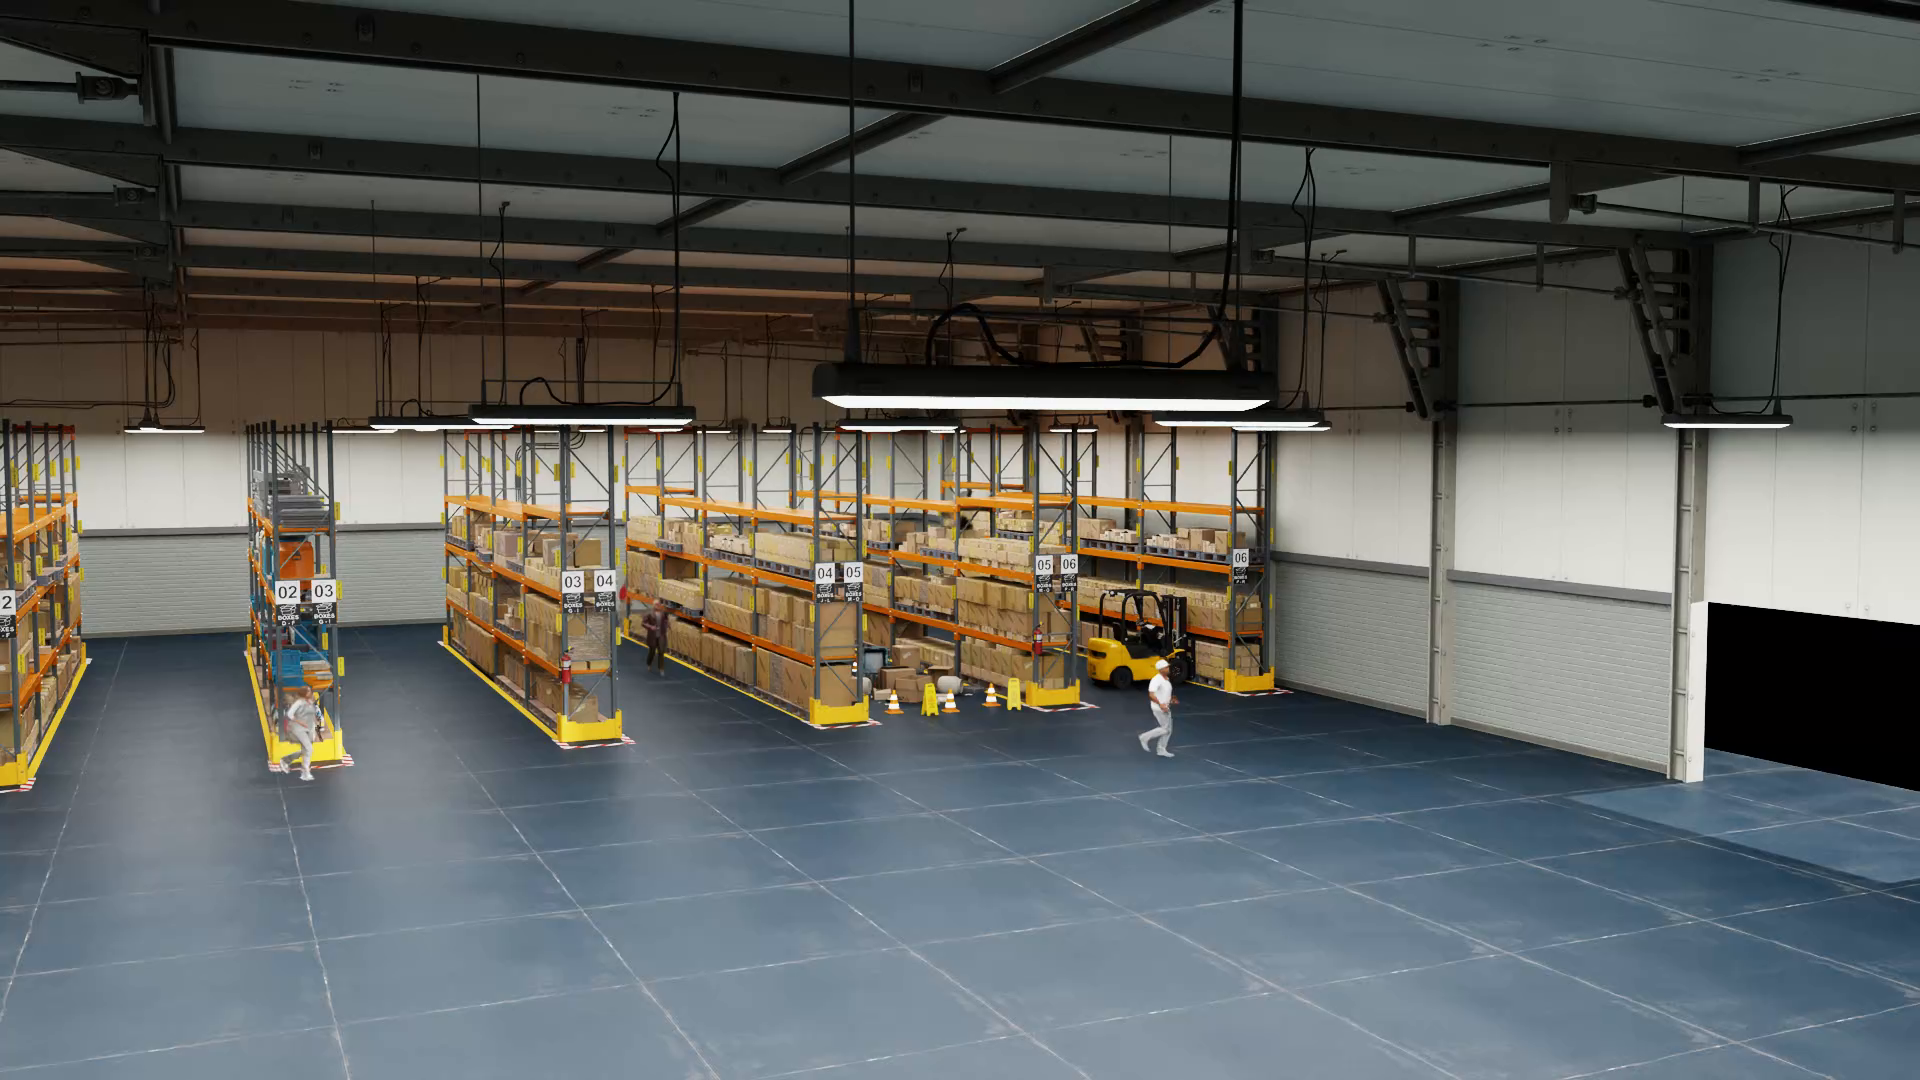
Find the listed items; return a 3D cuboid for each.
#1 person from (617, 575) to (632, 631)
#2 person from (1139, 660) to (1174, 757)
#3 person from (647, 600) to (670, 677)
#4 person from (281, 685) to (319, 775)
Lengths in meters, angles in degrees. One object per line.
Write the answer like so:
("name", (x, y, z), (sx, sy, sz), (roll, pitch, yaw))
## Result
("person", (-9.779, 1.841, 48.812), (0.740, 1.675, 0.703), (-2, 4, -34))
("person", (3.549, 3.003, 29.776), (0.604, 1.735, 0.674), (1, 4, 21))
("person", (-7.295, 2.332, 39.942), (0.694, 1.807, 0.947), (-2, 4, -27))
("person", (-11.064, 3.176, 27.881), (0.613, 1.475, 0.601), (1, 4, 12))
